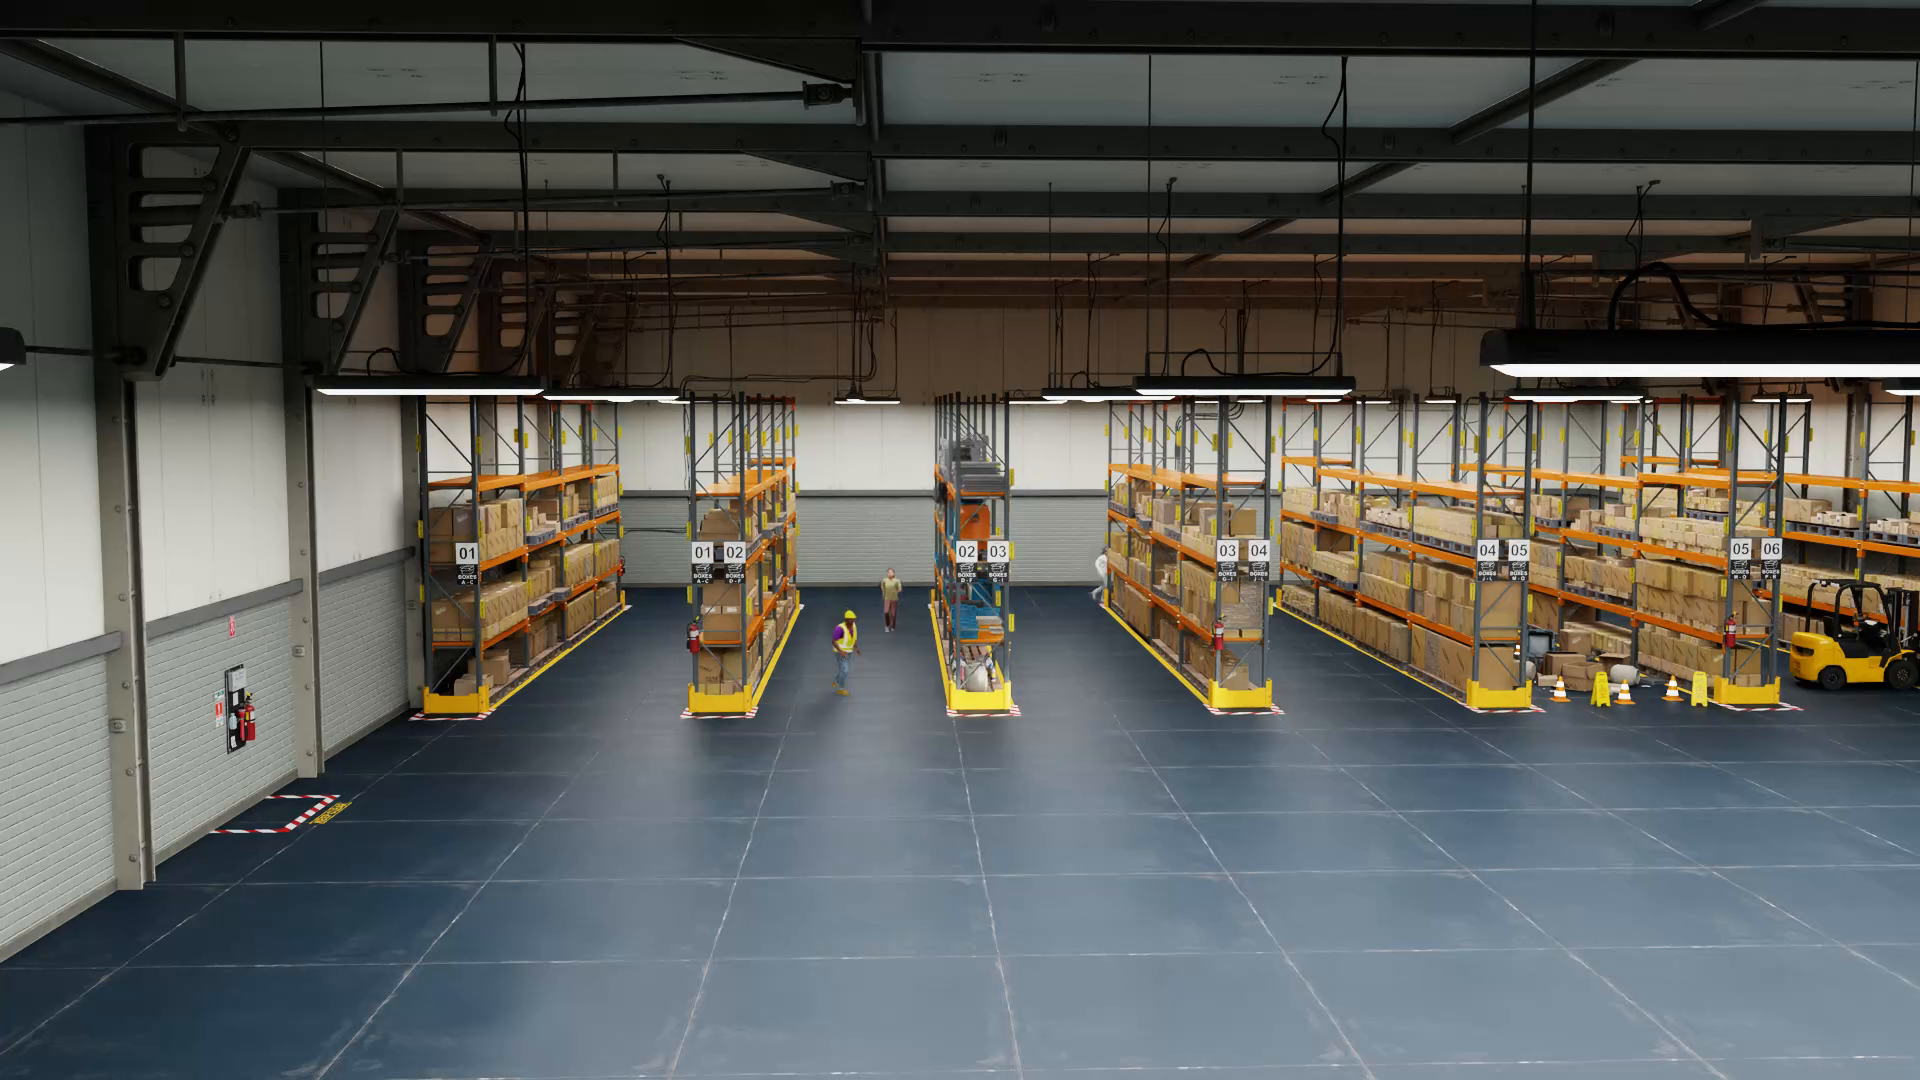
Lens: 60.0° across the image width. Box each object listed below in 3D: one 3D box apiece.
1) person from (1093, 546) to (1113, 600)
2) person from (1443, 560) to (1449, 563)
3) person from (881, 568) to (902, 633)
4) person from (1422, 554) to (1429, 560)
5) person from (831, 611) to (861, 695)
[{"bbox_3d":[4.240,0.972,48.857,0.464,1.592,0.679,3,5,32],"label":"person"},{"bbox_3d":[14.799,0.943,50.076,0.814,1.568,0.523,-1,5,-16],"label":"person"},{"bbox_3d":[-1.736,1.536,41.957,0.559,1.626,0.642,0,5,6],"label":"person"},{"bbox_3d":[12.723,1.277,45.118,0.626,1.637,1.056,-2,5,-24],"label":"person"},{"bbox_3d":[-2.343,2.231,32.997,0.817,1.701,0.665,3,6,36],"label":"person"}]
